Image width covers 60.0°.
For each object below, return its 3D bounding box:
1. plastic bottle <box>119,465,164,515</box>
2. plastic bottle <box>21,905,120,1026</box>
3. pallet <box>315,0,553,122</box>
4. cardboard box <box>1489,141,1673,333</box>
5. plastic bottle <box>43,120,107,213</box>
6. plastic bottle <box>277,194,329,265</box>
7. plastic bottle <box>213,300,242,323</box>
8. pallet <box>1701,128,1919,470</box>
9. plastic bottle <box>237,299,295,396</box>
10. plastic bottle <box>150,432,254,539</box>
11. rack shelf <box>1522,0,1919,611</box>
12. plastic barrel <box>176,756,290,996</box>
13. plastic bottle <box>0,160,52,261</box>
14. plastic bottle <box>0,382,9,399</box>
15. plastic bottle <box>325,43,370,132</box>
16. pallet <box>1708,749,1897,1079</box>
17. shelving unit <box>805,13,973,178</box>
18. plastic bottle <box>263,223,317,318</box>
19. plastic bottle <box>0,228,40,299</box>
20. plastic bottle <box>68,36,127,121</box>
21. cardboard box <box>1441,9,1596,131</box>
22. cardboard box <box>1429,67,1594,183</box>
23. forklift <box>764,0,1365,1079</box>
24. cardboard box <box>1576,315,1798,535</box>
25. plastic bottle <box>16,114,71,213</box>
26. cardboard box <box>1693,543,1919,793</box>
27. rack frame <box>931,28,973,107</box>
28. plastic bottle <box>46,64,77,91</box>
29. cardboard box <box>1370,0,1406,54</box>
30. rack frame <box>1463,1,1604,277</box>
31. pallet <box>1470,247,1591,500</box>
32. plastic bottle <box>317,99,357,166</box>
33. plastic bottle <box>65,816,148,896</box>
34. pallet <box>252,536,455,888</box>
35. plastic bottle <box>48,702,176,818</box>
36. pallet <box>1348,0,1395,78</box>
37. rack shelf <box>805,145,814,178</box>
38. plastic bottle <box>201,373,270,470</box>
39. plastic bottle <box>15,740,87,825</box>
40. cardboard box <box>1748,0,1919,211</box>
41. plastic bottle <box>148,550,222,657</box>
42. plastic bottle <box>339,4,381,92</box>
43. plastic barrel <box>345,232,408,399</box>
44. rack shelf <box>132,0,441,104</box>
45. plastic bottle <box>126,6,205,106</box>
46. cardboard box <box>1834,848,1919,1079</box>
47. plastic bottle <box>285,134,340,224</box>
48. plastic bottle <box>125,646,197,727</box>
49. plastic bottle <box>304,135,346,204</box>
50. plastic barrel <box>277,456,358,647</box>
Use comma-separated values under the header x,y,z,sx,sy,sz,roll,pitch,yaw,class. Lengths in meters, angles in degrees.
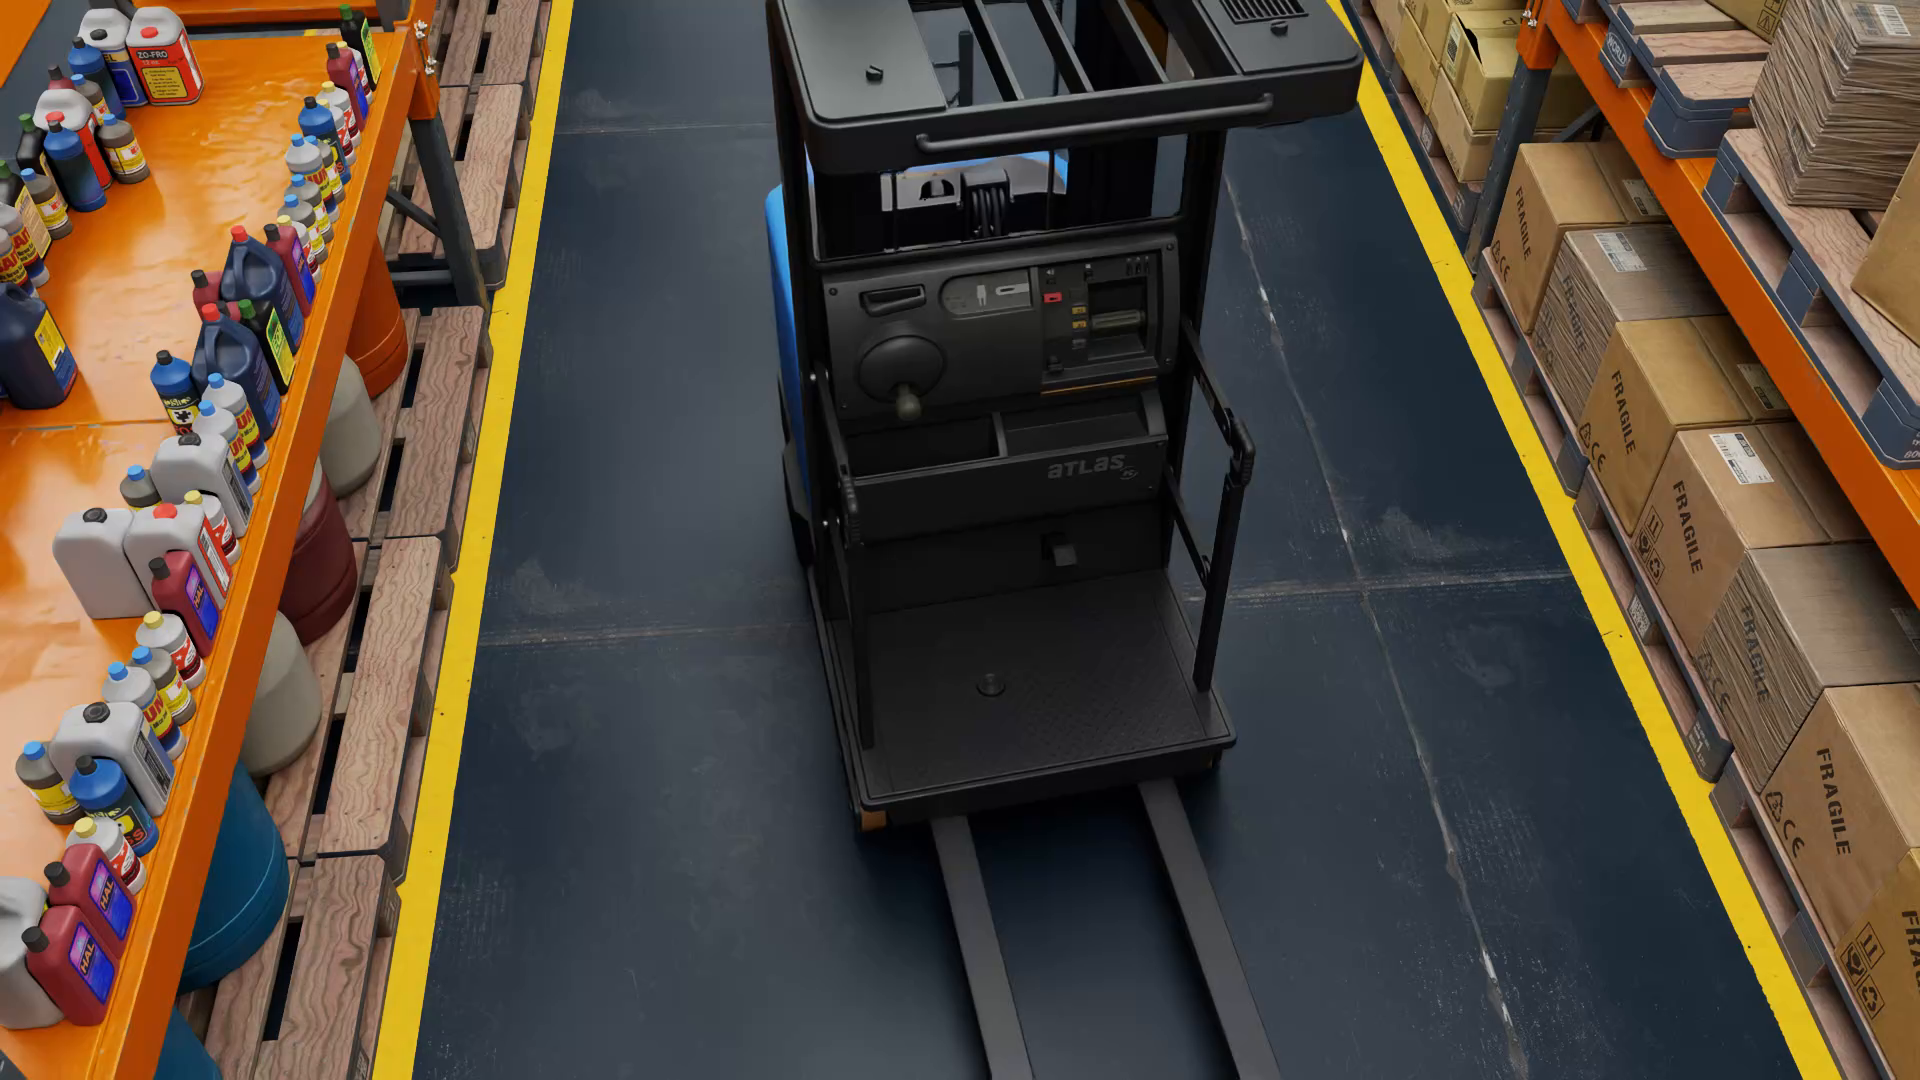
x,y,z,sx,sy,sz,roll,pitch,yaw,class
-1.904,-0.093,3.909,0.097,0.201,0.097,0,47,0,plastic bottle
-1.631,0.762,3.042,0.061,0.283,0.133,-3,47,-3,plastic bottle
-2.486,-2.365,7.845,1.003,0.211,1.213,-3,47,-3,pallet
2.329,-1.124,6.167,0.500,0.500,0.500,-2,47,-2,cardboard box
-2.565,-1.087,4.802,0.097,0.271,0.097,0,47,0,plastic bottle
-1.842,-0.871,4.646,0.097,0.201,0.097,0,47,0,plastic bottle
-1.840,-0.513,4.250,0.061,0.283,0.133,-3,47,-3,plastic bottle
2.743,-0.706,4.485,1.003,0.211,1.213,-3,47,-3,pallet
-1.779,-0.516,4.254,0.061,0.283,0.133,-3,47,-3,plastic bottle
-1.782,-0.140,3.902,0.152,0.276,0.135,-3,47,-3,plastic bottle
2.743,-0.484,4.638,1.077,0.370,4.000,-3,47,-3,rack shelf
-2.113,0.684,4.193,0.600,0.901,0.708,-3,47,-3,plastic barrel
-2.623,-0.906,4.623,0.061,0.283,0.133,-3,47,-3,plastic bottle
-2.530,-0.502,4.245,0.152,0.276,0.135,-3,47,-3,plastic bottle
-1.882,-1.407,5.097,0.061,0.283,0.133,-3,47,-3,plastic bottle
2.805,1.088,4.574,1.003,0.211,1.213,-3,47,-3,pallet
-0.313,-1.400,6.043,0.538,1.500,1.048,-9,47,-8,shelving unit
-1.806,-0.747,4.472,0.061,0.283,0.133,-3,47,-3,plastic bottle
-2.587,-0.749,4.482,0.097,0.271,0.097,0,47,0,plastic bottle
-2.664,-1.418,5.116,0.097,0.271,0.097,0,47,0,plastic bottle
2.287,-1.935,6.735,0.500,0.311,0.500,-2,47,-2,cardboard box
2.289,-1.744,6.940,0.500,0.250,0.500,-2,47,-2,cardboard box
0.164,-0.452,4.159,1.130,2.935,3.031,-9,47,-8,forklift
2.416,-0.382,5.465,0.500,0.500,0.500,-4,47,-4,cardboard box
-2.642,-1.073,4.781,0.061,0.283,0.133,-3,47,-3,plastic bottle
2.509,0.363,4.759,0.500,0.500,0.500,-3,47,-3,cardboard box
-0.207,-1.039,5.701,0.500,1.500,0.032,-9,47,-8,rack frame
-2.664,-1.267,4.964,0.061,0.283,0.133,-3,47,-3,plastic bottle
2.203,-2.480,7.638,0.500,0.250,0.500,-3,47,-2,cardboard box
2.576,-2.179,5.748,1.000,3.000,0.127,-3,47,-3,rack frame
2.601,-0.678,6.246,1.003,0.211,1.213,-3,47,-3,pallet
-1.883,-1.223,4.980,0.097,0.201,0.097,0,47,0,plastic bottle
-1.670,0.612,3.242,0.097,0.201,0.097,0,47,0,plastic bottle
-2.154,0.527,5.106,1.003,0.211,1.213,-3,47,-3,pallet
-1.715,0.433,3.359,0.152,0.276,0.135,-3,47,-3,plastic bottle
2.447,-2.699,8.160,1.003,0.211,1.213,-3,47,-3,pallet
-0.313,-1.276,6.173,0.538,0.185,1.000,-9,47,-8,rack shelf
-1.772,-0.294,4.051,0.097,0.271,0.097,0,47,0,plastic bottle
-1.838,0.480,3.366,0.097,0.201,0.097,0,47,0,plastic bottle
2.627,-1.236,4.496,0.700,0.500,0.500,4,47,4,cardboard box
-1.706,0.120,3.651,0.061,0.283,0.133,-3,47,-3,plastic bottle
-1.901,-1.574,5.255,0.061,0.283,0.133,-3,47,-3,plastic bottle
-2.303,-0.926,5.766,0.600,0.830,0.708,-3,47,-3,plastic barrel
-2.528,-3.080,7.097,1.077,0.370,4.000,-3,47,-3,rack shelf
-2.495,-1.514,5.204,0.152,0.276,0.135,-3,47,-3,plastic bottle
2.584,1.084,4.076,0.500,0.500,0.500,-4,47,-4,cardboard box
-1.858,-1.036,4.754,0.097,0.271,0.097,0,47,0,plastic bottle
-1.706,0.303,3.534,0.097,0.201,0.097,0,47,0,plastic bottle
-1.866,-1.083,4.846,0.097,0.201,0.097,0,47,0,plastic bottle
-2.208,-0.026,5.080,0.600,0.588,0.708,-3,47,-3,plastic barrel
